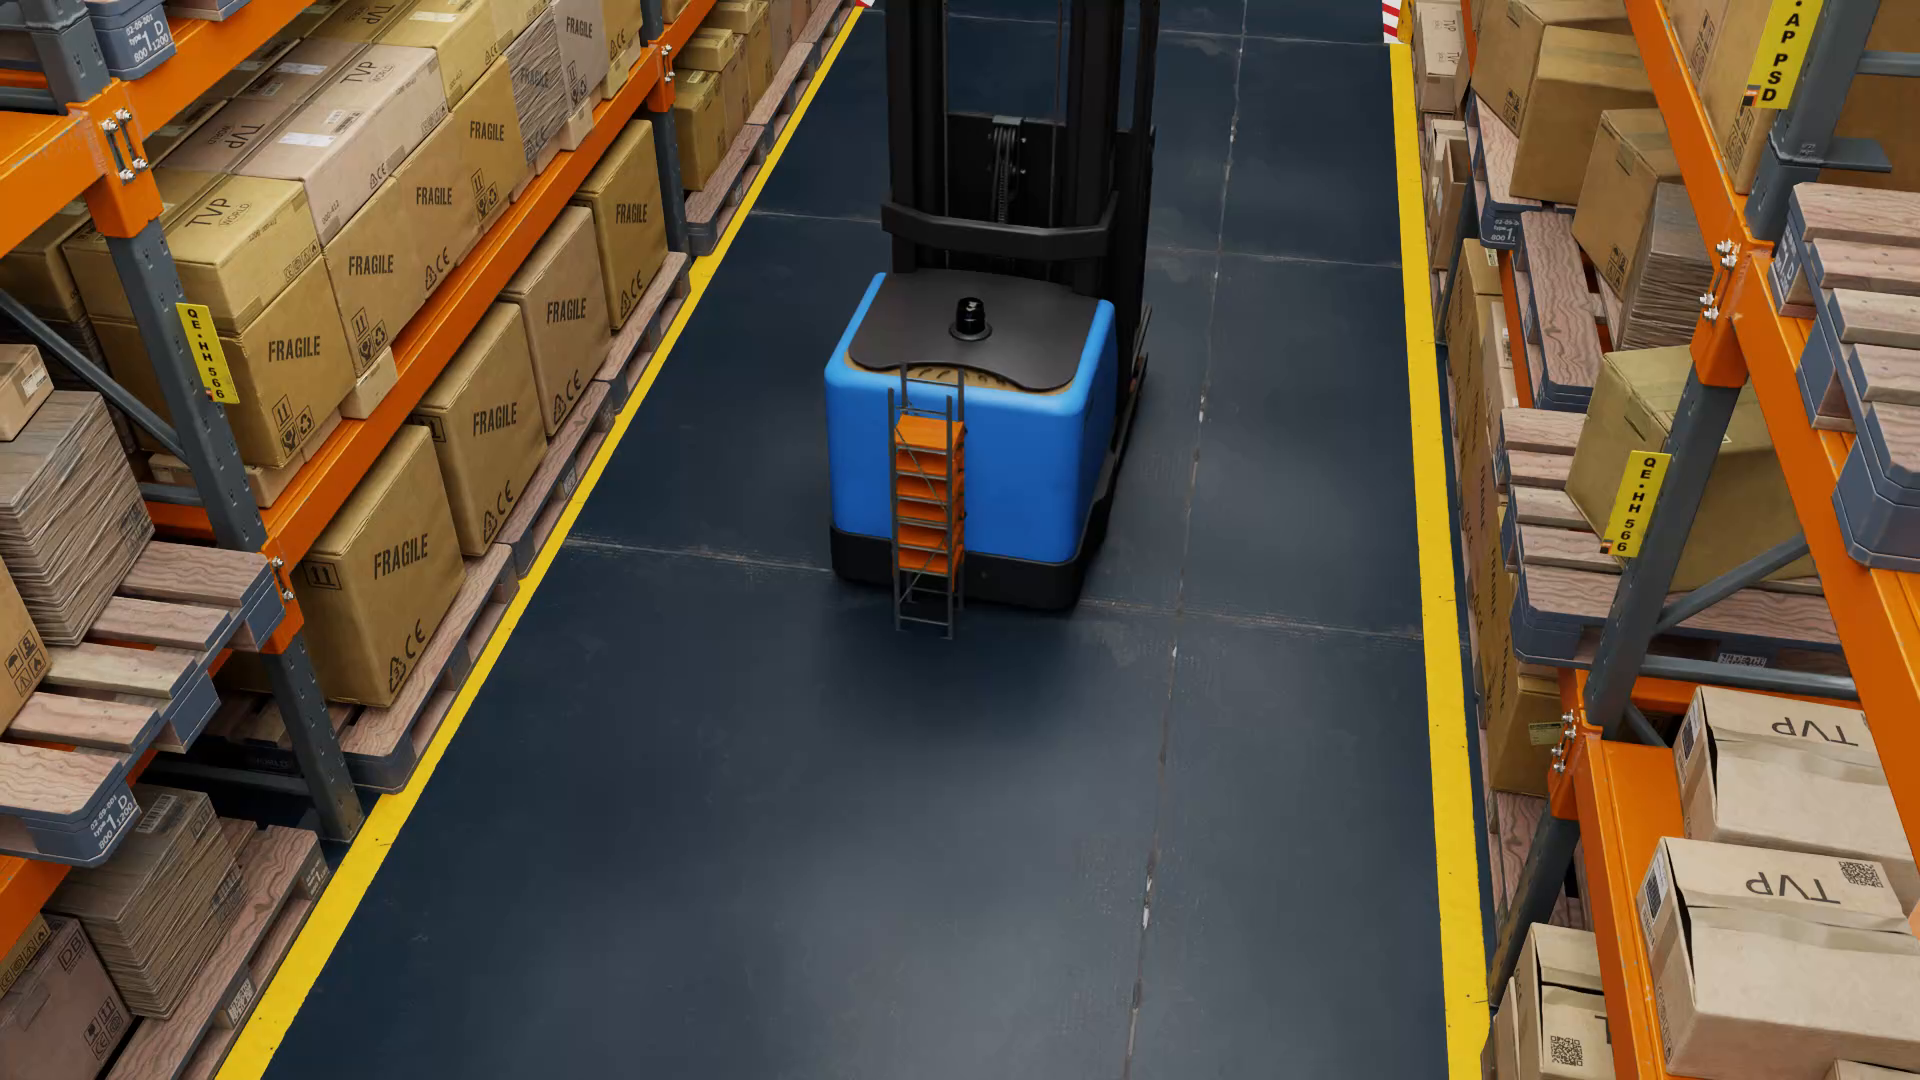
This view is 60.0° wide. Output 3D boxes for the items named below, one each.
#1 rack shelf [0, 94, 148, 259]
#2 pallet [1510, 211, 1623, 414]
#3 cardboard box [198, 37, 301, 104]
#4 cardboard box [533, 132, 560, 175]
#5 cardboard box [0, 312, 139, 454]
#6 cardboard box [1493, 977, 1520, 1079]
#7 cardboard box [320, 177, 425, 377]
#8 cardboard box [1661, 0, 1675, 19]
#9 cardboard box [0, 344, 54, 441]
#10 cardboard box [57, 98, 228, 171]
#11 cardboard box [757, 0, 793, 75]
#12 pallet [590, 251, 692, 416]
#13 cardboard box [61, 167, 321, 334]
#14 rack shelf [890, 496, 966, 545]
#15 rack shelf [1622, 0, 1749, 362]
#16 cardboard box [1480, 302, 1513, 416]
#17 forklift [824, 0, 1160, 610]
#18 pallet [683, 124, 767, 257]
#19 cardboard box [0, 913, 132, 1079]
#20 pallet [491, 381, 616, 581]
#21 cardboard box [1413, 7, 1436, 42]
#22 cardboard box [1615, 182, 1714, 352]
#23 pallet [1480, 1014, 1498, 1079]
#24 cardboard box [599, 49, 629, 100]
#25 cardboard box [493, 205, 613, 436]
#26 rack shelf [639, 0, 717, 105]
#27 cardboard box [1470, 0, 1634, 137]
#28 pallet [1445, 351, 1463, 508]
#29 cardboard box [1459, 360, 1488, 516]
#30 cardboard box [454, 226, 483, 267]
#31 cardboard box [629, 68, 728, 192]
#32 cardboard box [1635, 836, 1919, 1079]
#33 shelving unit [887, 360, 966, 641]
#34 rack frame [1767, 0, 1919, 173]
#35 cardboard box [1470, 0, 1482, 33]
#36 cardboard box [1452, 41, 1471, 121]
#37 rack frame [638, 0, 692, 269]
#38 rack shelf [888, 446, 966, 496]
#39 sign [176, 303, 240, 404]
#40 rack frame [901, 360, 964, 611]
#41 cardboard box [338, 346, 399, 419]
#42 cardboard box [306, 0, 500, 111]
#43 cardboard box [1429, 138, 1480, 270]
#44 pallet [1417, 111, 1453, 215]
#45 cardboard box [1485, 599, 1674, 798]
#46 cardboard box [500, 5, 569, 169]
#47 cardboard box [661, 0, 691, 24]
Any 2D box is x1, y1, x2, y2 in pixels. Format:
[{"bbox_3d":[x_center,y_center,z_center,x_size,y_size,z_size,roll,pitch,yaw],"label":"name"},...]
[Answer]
[{"bbox_3d":[-3.002,0.216,2.846,1.077,0.370,4.000,6,40,8],"label":"rack shelf"},{"bbox_3d":[2.556,-0.764,5.970,1.003,0.211,1.213,6,40,8],"label":"pallet"},{"bbox_3d":[-2.647,-1.570,5.879,0.500,0.250,0.500,5,40,7],"label":"cardboard box"},{"bbox_3d":[-1.948,-1.702,7.136,0.380,0.149,0.250,6,40,8],"label":"cardboard box"},{"bbox_3d":[-2.834,-0.647,5.351,0.500,0.500,0.500,7,40,8],"label":"cardboard box"},{"bbox_3d":[1.844,1.577,4.816,0.500,0.250,0.500,6,40,8],"label":"cardboard box"},{"bbox_3d":[-2.220,-0.926,5.688,0.500,0.500,0.500,8,40,9],"label":"cardboard box"},{"bbox_3d":[2.445,-1.735,4.562,0.910,0.500,0.500,6,40,8],"label":"cardboard box"},{"bbox_3d":[-2.686,-0.399,4.446,0.380,0.149,0.250,2,40,2],"label":"cardboard box"},{"bbox_3d":[-2.739,-1.248,5.490,0.500,0.250,0.500,5,40,6],"label":"cardboard box"},{"bbox_3d":[-1.467,-3.300,10.519,0.700,0.500,0.500,5,40,6],"label":"cardboard box"},{"bbox_3d":[-2.023,-1.104,8.419,1.003,0.211,1.213,6,40,8],"label":"pallet"},{"bbox_3d":[-2.318,-0.885,5.050,0.500,0.250,0.500,7,40,9],"label":"cardboard box"},{"bbox_3d":[-0.124,-0.095,6.493,0.258,0.103,0.180,9,40,10],"label":"rack shelf"},{"bbox_3d":[2.570,-1.751,5.224,1.077,0.370,4.000,6,40,8],"label":"rack shelf"},{"bbox_3d":[2.419,-0.718,6.792,0.500,0.250,0.500,6,40,8],"label":"cardboard box"},{"bbox_3d":[0.298,-1.790,7.115,1.130,2.935,3.031,9,40,10],"label":"forklift"},{"bbox_3d":[-1.755,-2.065,9.582,1.003,0.211,1.213,6,40,8],"label":"pallet"},{"bbox_3d":[-2.933,1.401,4.818,0.700,0.500,0.500,6,40,8],"label":"cardboard box"},{"bbox_3d":[-2.232,-0.336,7.491,1.003,0.211,1.213,6,40,8],"label":"pallet"},{"bbox_3d":[3.154,-3.333,10.806,0.380,0.166,0.250,6,40,8],"label":"cardboard box"},{"bbox_3d":[2.568,-0.778,5.429,0.700,0.500,0.500,14,42,16],"label":"cardboard box"},{"bbox_3d":[2.043,1.970,4.701,1.003,0.211,1.213,6,40,8],"label":"pallet"},{"bbox_3d":[-1.764,-2.178,7.711,0.380,0.149,0.250,7,40,8],"label":"cardboard box"},{"bbox_3d":[-2.099,-1.024,7.492,0.750,0.750,0.750,8,40,9],"label":"cardboard box"},{"bbox_3d":[-1.617,-3.649,9.874,1.077,0.370,4.000,6,40,8],"label":"rack shelf"},{"bbox_3d":[2.614,-2.055,6.973,0.700,0.500,0.500,-6,40,-7],"label":"cardboard box"},{"bbox_3d":[2.813,-0.538,7.735,1.003,0.211,1.213,6,40,8],"label":"pallet"},{"bbox_3d":[2.417,-0.408,7.006,0.500,0.500,0.500,7,40,8],"label":"cardboard box"},{"bbox_3d":[-2.116,-1.217,6.549,0.380,0.149,0.250,7,40,8],"label":"cardboard box"},{"bbox_3d":[-1.733,-2.328,9.343,0.700,0.500,0.500,7,40,8],"label":"cardboard box"},{"bbox_3d":[1.878,0.957,3.808,0.500,0.311,0.500,6,40,7],"label":"cardboard box"},{"bbox_3d":[-0.124,-0.129,6.465,0.258,1.200,0.189,9,40,10],"label":"shelving unit"},{"bbox_3d":[2.224,-1.929,2.521,1.000,3.000,0.127,6,40,8],"label":"rack frame"},{"bbox_3d":[2.838,-2.831,8.242,0.500,0.500,0.500,7,40,9],"label":"cardboard box"},{"bbox_3d":[3.236,-2.514,9.551,0.797,0.503,0.637,6,40,8],"label":"cardboard box"},{"bbox_3d":[-1.963,-2.671,8.127,1.000,3.000,0.127,6,40,8],"label":"rack frame"},{"bbox_3d":[-0.124,-0.280,6.340,0.258,0.103,0.180,9,40,10],"label":"rack shelf"},{"bbox_3d":[-2.120,-0.523,4.681,0.100,0.325,0.005,6,40,8],"label":"sign"},{"bbox_3d":[-0.103,-0.186,6.533,0.240,1.200,0.006,9,40,10],"label":"rack frame"},{"bbox_3d":[-2.189,-0.567,5.764,0.380,0.149,0.250,8,40,9],"label":"cardboard box"},{"bbox_3d":[-2.066,-1.840,6.205,0.500,0.250,0.500,6,40,7],"label":"cardboard box"},{"bbox_3d":[2.735,-1.722,8.595,0.500,0.500,0.500,6,40,8],"label":"cardboard box"},{"bbox_3d":[3.245,-2.251,9.807,1.003,0.211,1.213,6,40,8],"label":"pallet"},{"bbox_3d":[2.155,0.564,5.830,0.500,0.500,0.500,8,40,9],"label":"cardboard box"},{"bbox_3d":[-1.969,-1.879,6.841,0.500,0.500,0.500,6,40,8],"label":"cardboard box"},{"bbox_3d":[-1.854,-3.125,8.441,0.980,0.700,0.700,7,40,8],"label":"cardboard box"}]
